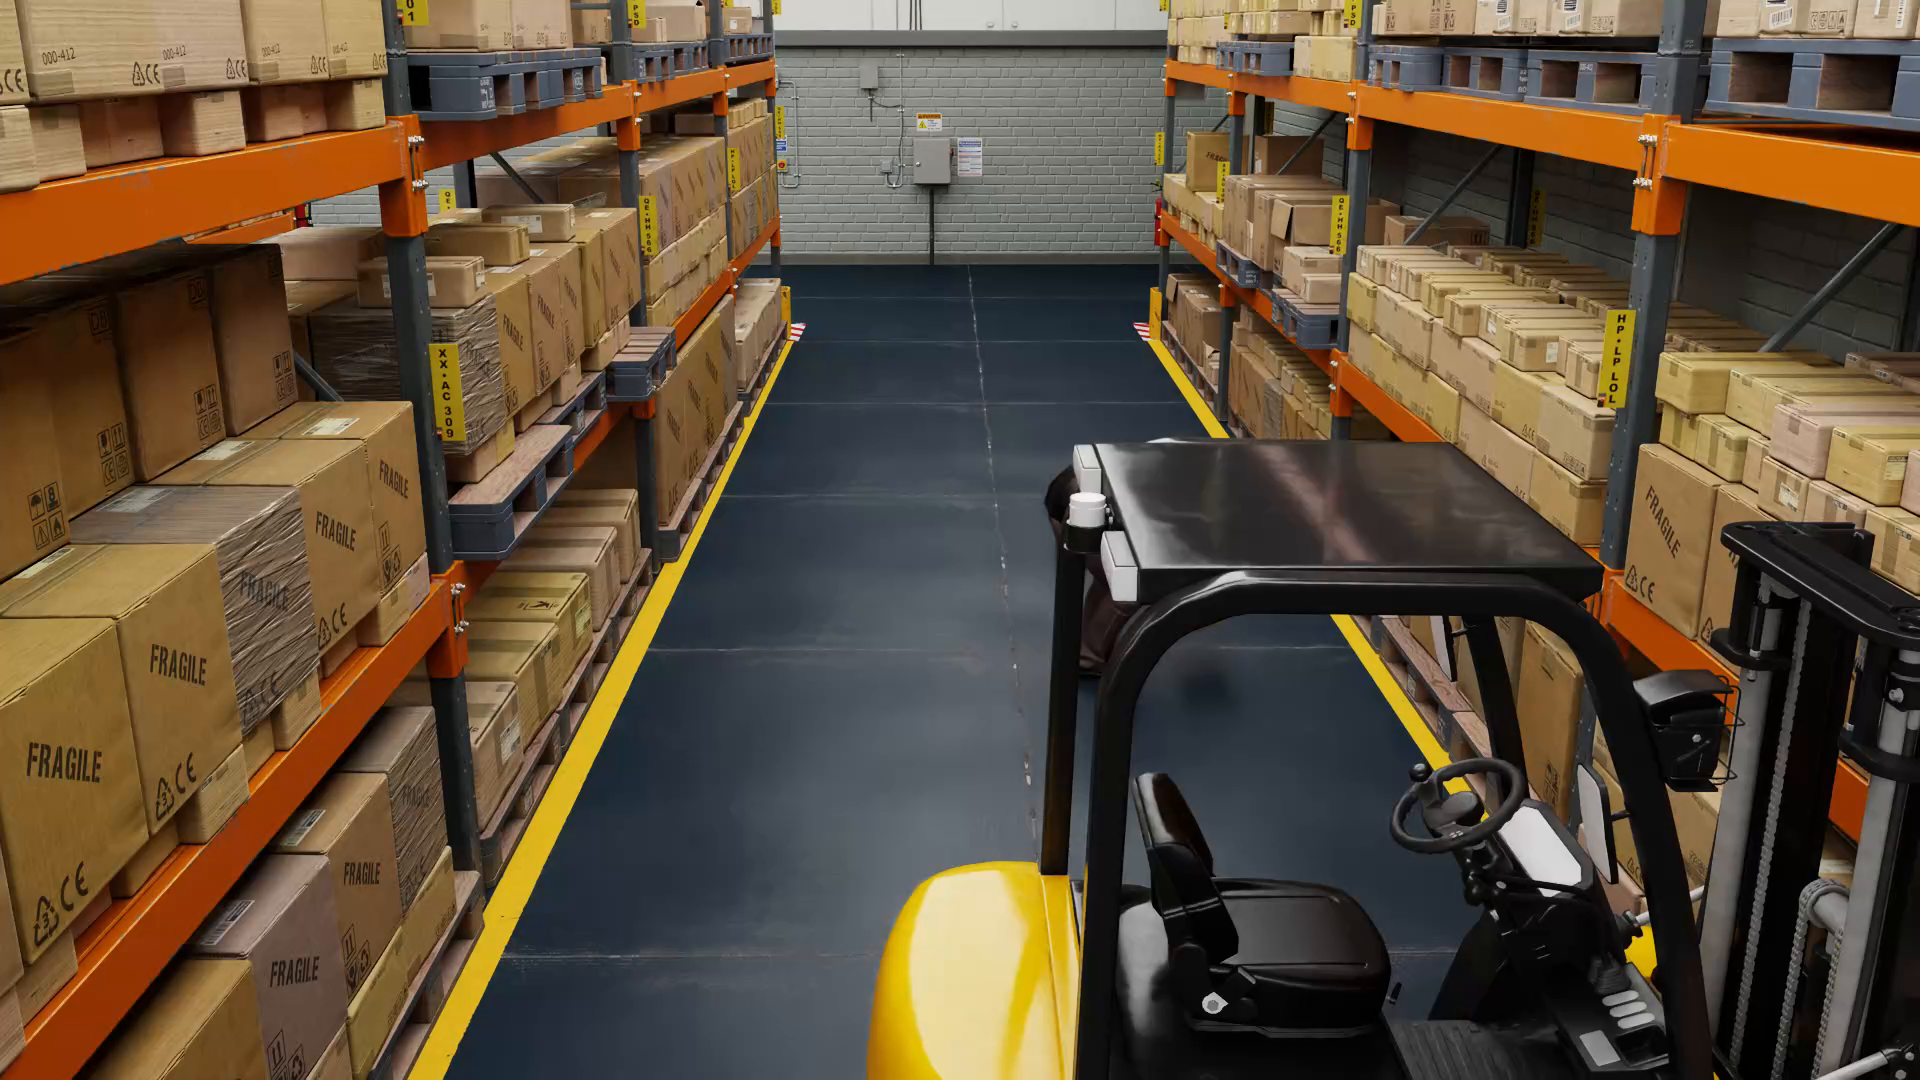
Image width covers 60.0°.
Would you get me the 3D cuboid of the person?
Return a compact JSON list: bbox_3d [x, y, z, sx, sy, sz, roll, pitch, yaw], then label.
[{"bbox_3d":[0.891,0.092,8.282,0.940,1.141,0.487,-1,17,-3],"label":"person"}]
